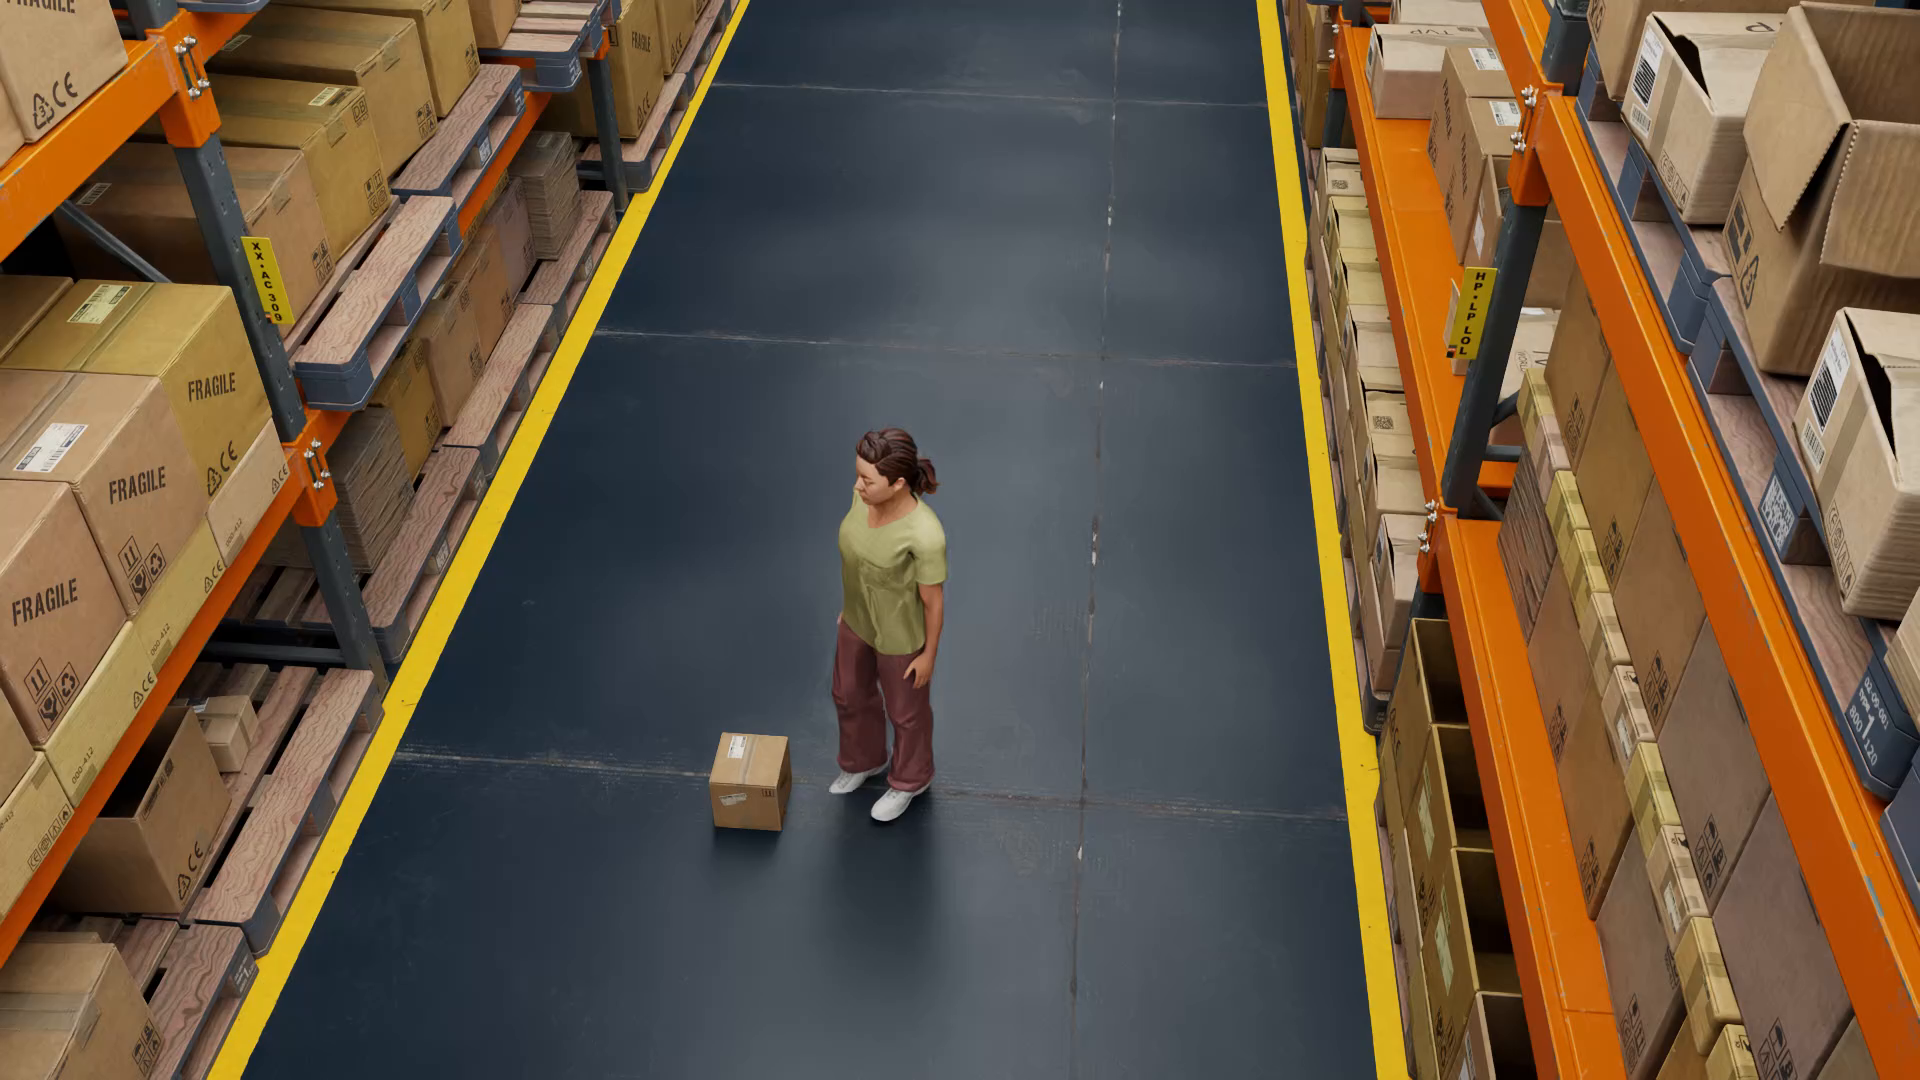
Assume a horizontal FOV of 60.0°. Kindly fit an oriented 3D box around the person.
[{"bbox_3d":[-0.255,0.342,5.792,0.417,1.748,0.458,-29,48,-30],"label":"person"}]
